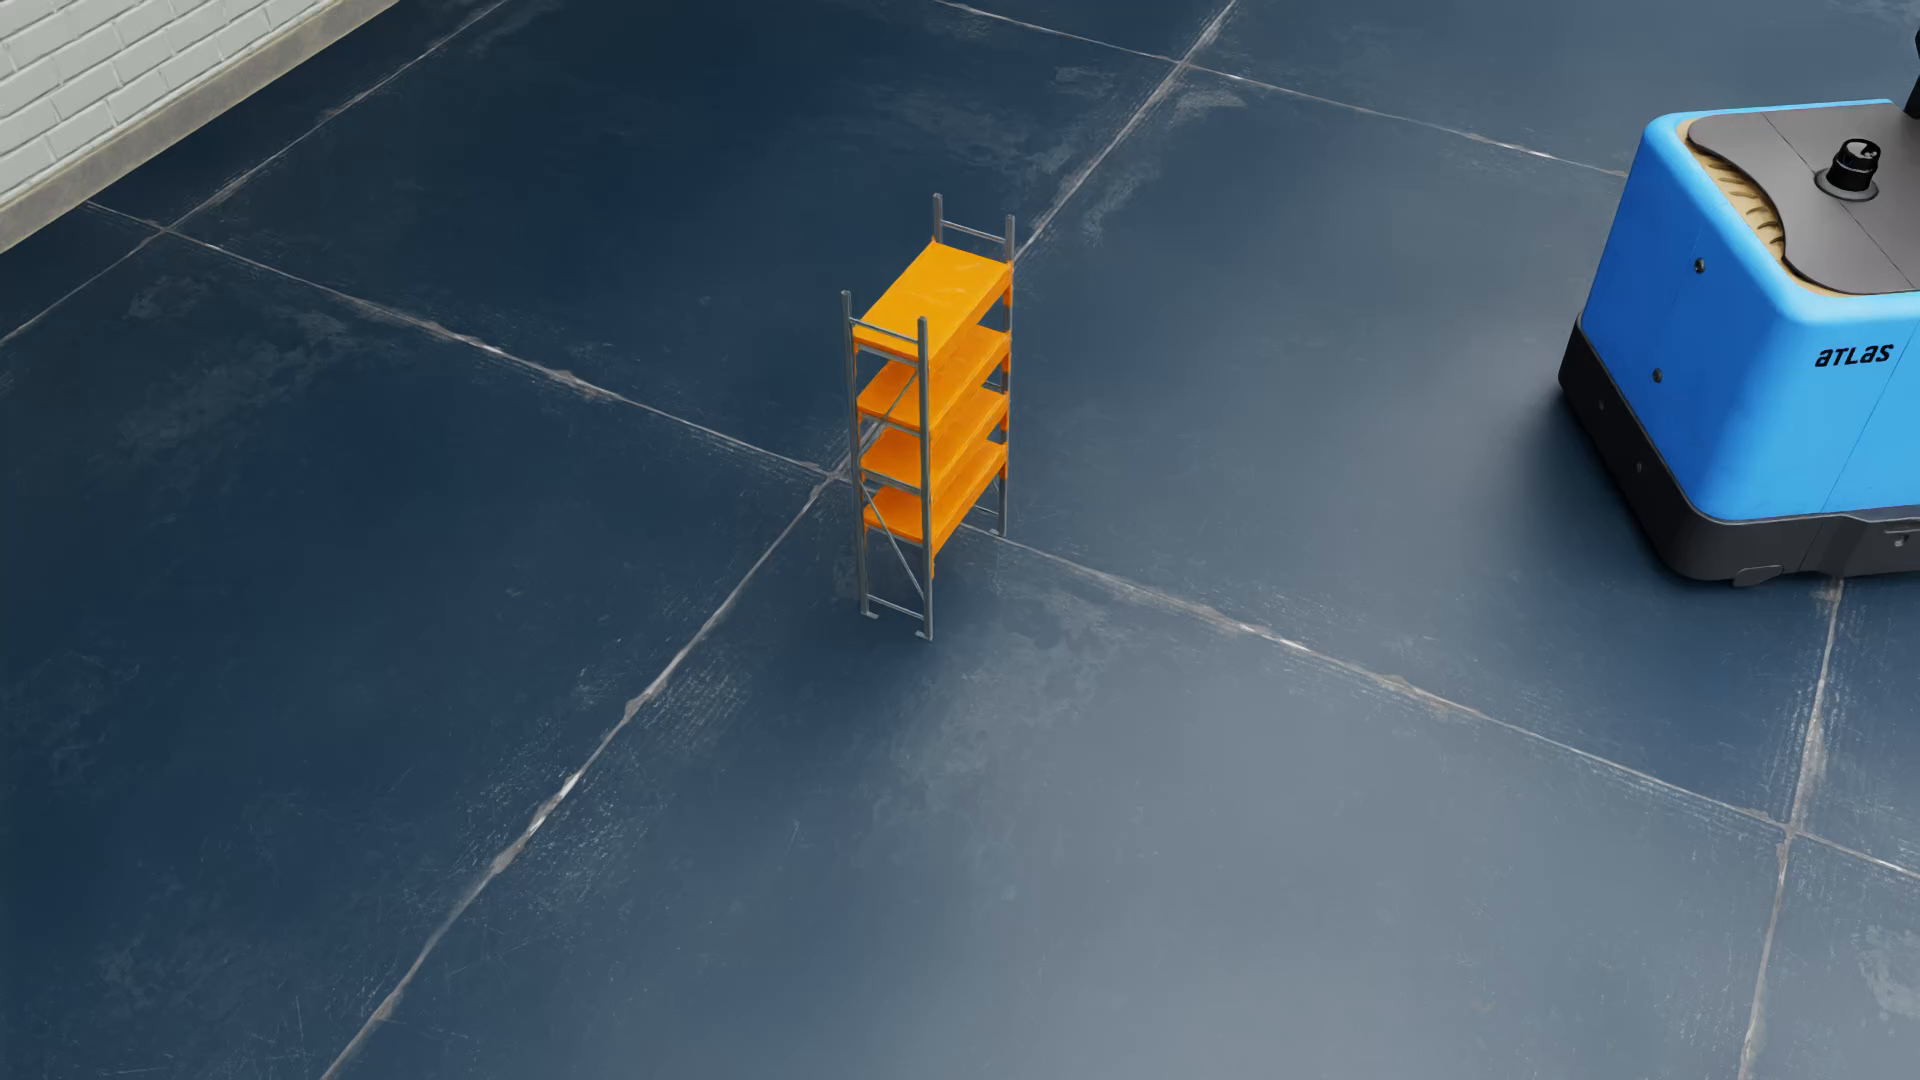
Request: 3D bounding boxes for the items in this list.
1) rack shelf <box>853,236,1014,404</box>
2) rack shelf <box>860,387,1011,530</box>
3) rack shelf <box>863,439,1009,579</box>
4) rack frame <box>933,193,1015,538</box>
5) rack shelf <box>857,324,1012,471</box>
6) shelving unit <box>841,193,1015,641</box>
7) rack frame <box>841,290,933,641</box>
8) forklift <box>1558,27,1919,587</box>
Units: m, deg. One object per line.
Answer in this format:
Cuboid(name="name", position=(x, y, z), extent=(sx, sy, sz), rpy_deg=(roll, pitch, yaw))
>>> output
Cuboid(name="rack shelf", position=(-0.077, -0.594, 4.441), extent=(0.258, 0.148, 0.480), rpy_deg=(20, 49, 19))
Cuboid(name="rack shelf", position=(-0.077, -0.270, 4.768), extent=(0.258, 0.148, 0.480), rpy_deg=(20, 49, 19))
Cuboid(name="rack shelf", position=(-0.077, -0.131, 4.909), extent=(0.258, 0.148, 0.480), rpy_deg=(20, 49, 19))
Cuboid(name="rack frame", position=(0.036, -0.471, 4.872), extent=(0.240, 1.200, 0.015), rpy_deg=(20, 49, 19))
Cuboid(name="rack shelf", position=(-0.077, -0.427, 4.609), extent=(0.258, 0.148, 0.480), rpy_deg=(20, 49, 19))
Cuboid(name="shelving unit", position=(-0.077, -0.317, 4.720), extent=(0.258, 1.200, 0.503), rpy_deg=(20, 49, 19))
Cuboid(name="rack frame", position=(-0.190, -0.164, 4.568), extent=(0.240, 1.200, 0.015), rpy_deg=(20, 49, 19))
Cuboid(name="forklift", position=(3.602, -1.352, 4.525), extent=(3.031, 2.935, 1.130), rpy_deg=(-5, 46, -5))
